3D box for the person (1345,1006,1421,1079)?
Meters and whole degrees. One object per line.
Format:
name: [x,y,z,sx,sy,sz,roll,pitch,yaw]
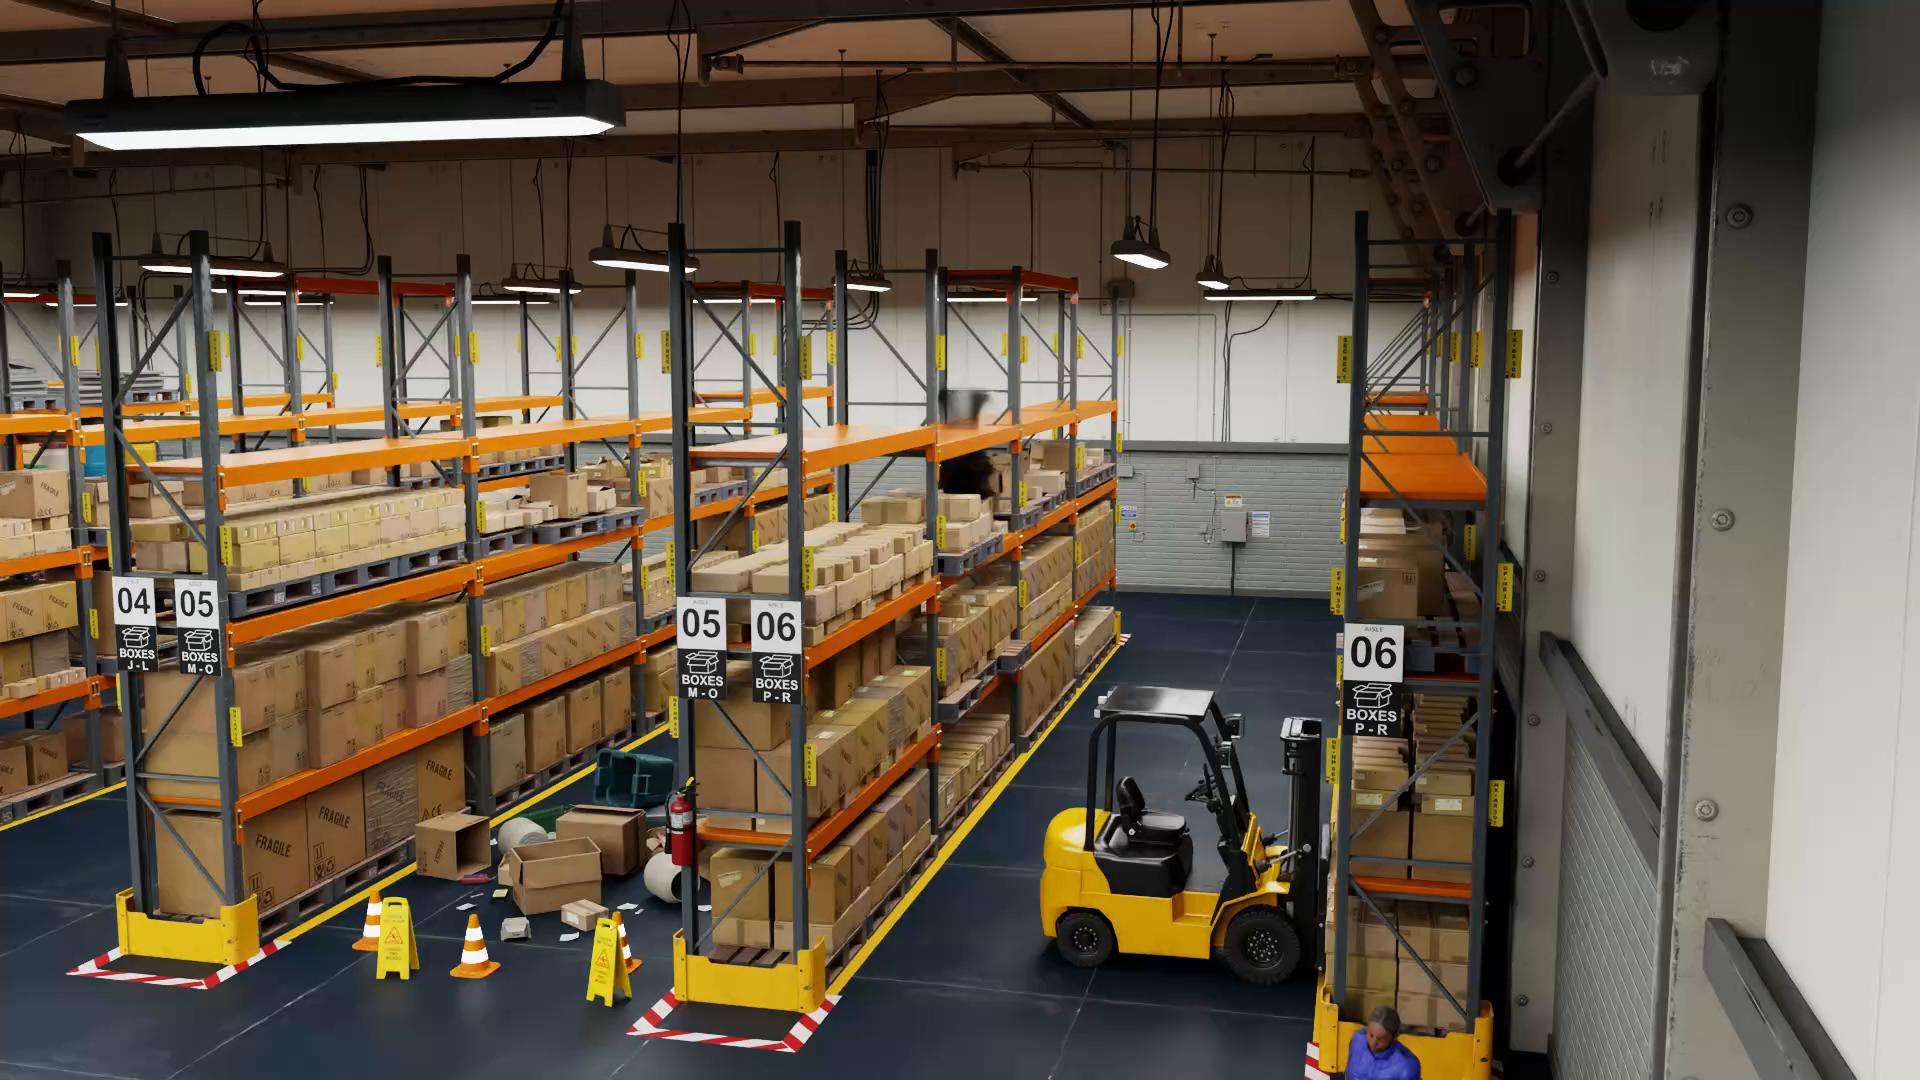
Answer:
person: [2.330,3.260,9.262,0.728,1.576,0.609,7,10,43]
